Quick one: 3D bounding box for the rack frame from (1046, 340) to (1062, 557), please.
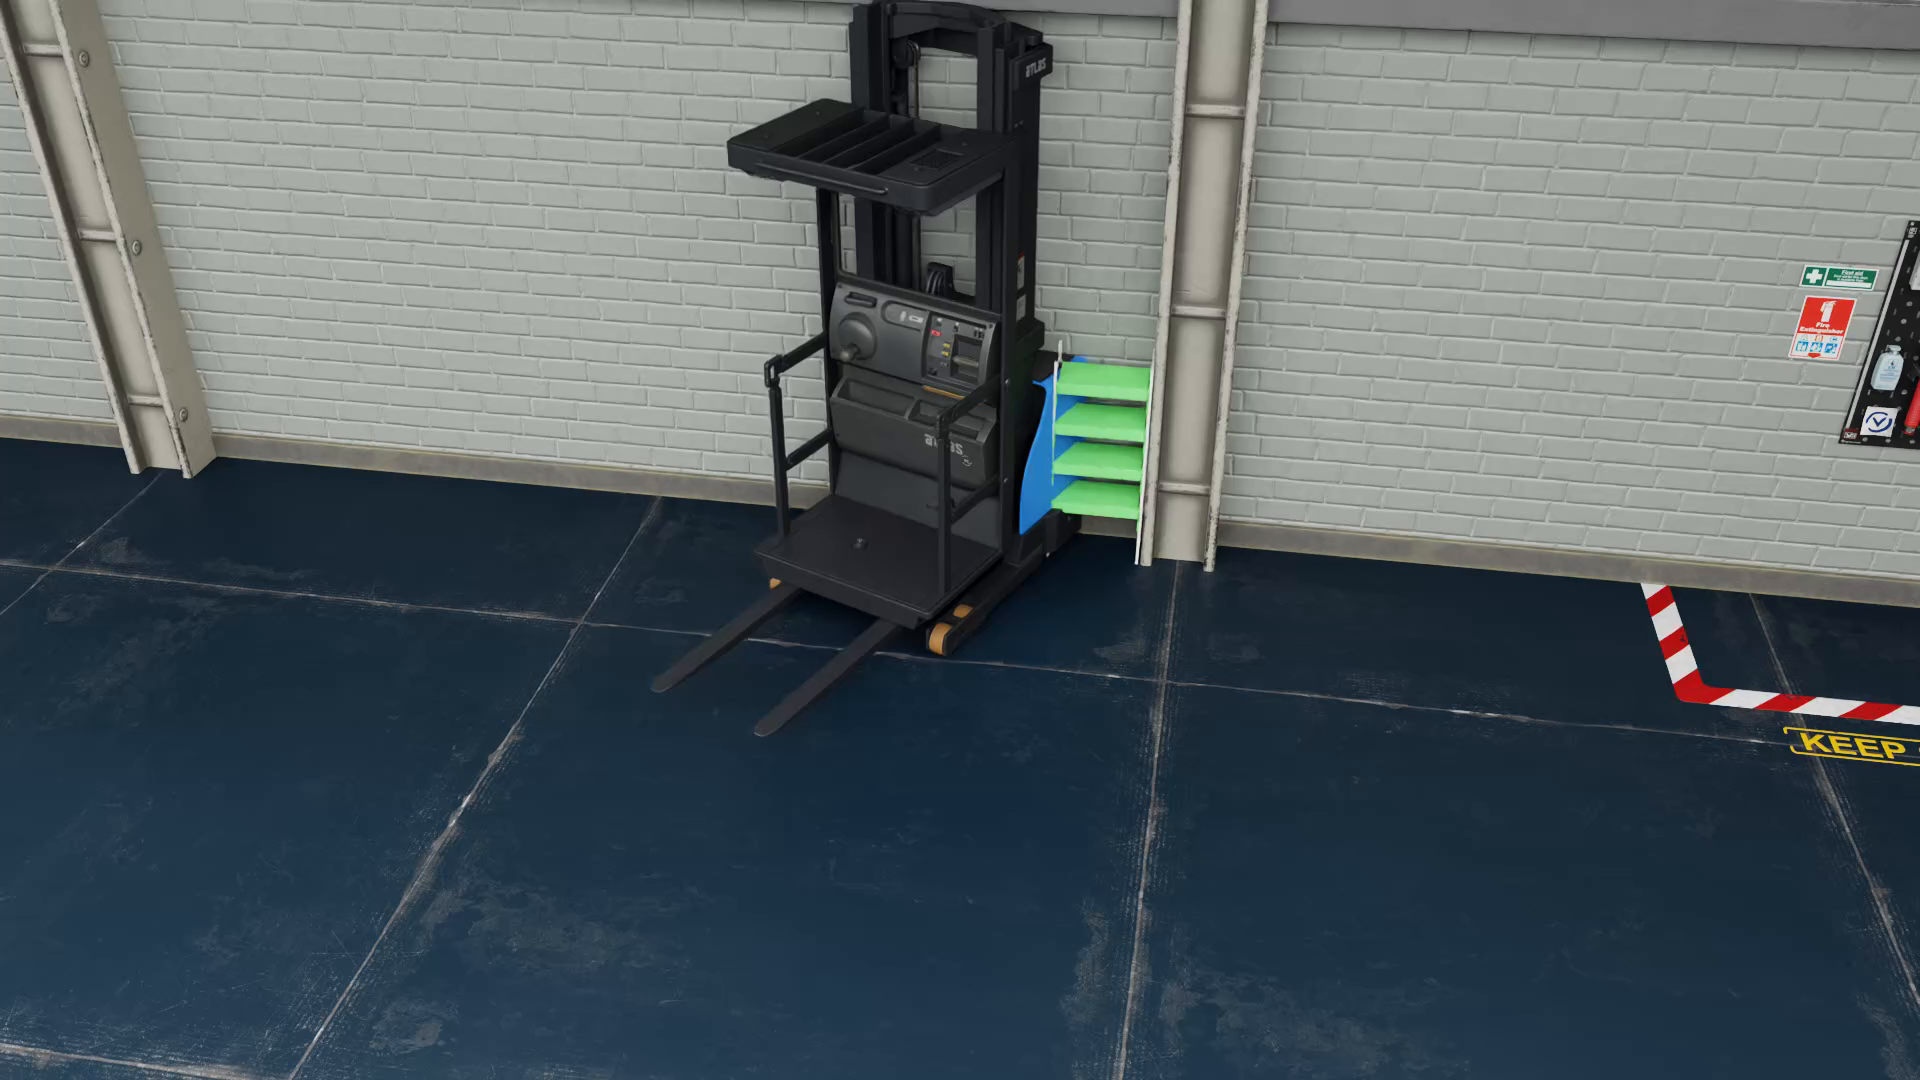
[{"bbox_3d":[0.501,-0.472,8.871,0.015,1.200,0.240,5,34,7],"label":"rack frame"}]

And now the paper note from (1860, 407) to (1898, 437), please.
[{"bbox_3d":[4.523,-0.582,8.182,0.142,0.148,0.016,5,32,8],"label":"paper note"}]

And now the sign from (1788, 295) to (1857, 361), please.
[{"bbox_3d":[4.159,-1.022,8.021,0.234,0.329,0.001,5,32,8],"label":"sign"}]

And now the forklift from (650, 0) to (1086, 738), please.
[{"bbox_3d":[-0.352,-0.947,8.000,1.130,2.935,3.031,19,37,27],"label":"forklift"}]

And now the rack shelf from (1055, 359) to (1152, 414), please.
[{"bbox_3d":[0.745,-0.795,8.609,0.480,0.148,0.258,5,34,7],"label":"rack shelf"}]

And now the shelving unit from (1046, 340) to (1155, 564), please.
[{"bbox_3d":[0.742,-0.450,8.841,0.503,1.200,0.258,5,34,7],"label":"shelving unit"}]

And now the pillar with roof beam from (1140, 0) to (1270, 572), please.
[{"bbox_3d":[0.477,-1.490,3.148,0.400,9.000,9.100,5,32,8],"label":"pillar with roof beam"}]

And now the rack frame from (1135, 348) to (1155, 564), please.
[{"bbox_3d":[0.983,-0.427,8.810,0.015,1.200,0.240,5,34,7],"label":"rack frame"}]

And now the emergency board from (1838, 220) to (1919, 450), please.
[{"bbox_3d":[4.681,-0.913,7.882,0.626,1.169,0.157,5,32,8],"label":"emergency board"}]

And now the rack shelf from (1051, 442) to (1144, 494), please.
[{"bbox_3d":[0.741,-0.397,8.876,0.480,0.148,0.258,5,34,7],"label":"rack shelf"}]

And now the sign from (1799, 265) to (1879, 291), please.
[{"bbox_3d":[4.162,-1.241,7.873,0.331,0.109,0.001,5,32,8],"label":"sign"}]

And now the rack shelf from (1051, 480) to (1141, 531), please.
[{"bbox_3d":[0.740,-0.197,9.010,0.480,0.148,0.258,5,34,7],"label":"rack shelf"}]

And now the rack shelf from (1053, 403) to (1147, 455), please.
[{"bbox_3d":[0.743,-0.596,8.742,0.480,0.148,0.258,5,34,7],"label":"rack shelf"}]

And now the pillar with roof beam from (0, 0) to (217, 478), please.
[{"bbox_3d":[-5.437,-2.025,4.004,0.400,9.000,9.100,5,32,8],"label":"pillar with roof beam"}]
